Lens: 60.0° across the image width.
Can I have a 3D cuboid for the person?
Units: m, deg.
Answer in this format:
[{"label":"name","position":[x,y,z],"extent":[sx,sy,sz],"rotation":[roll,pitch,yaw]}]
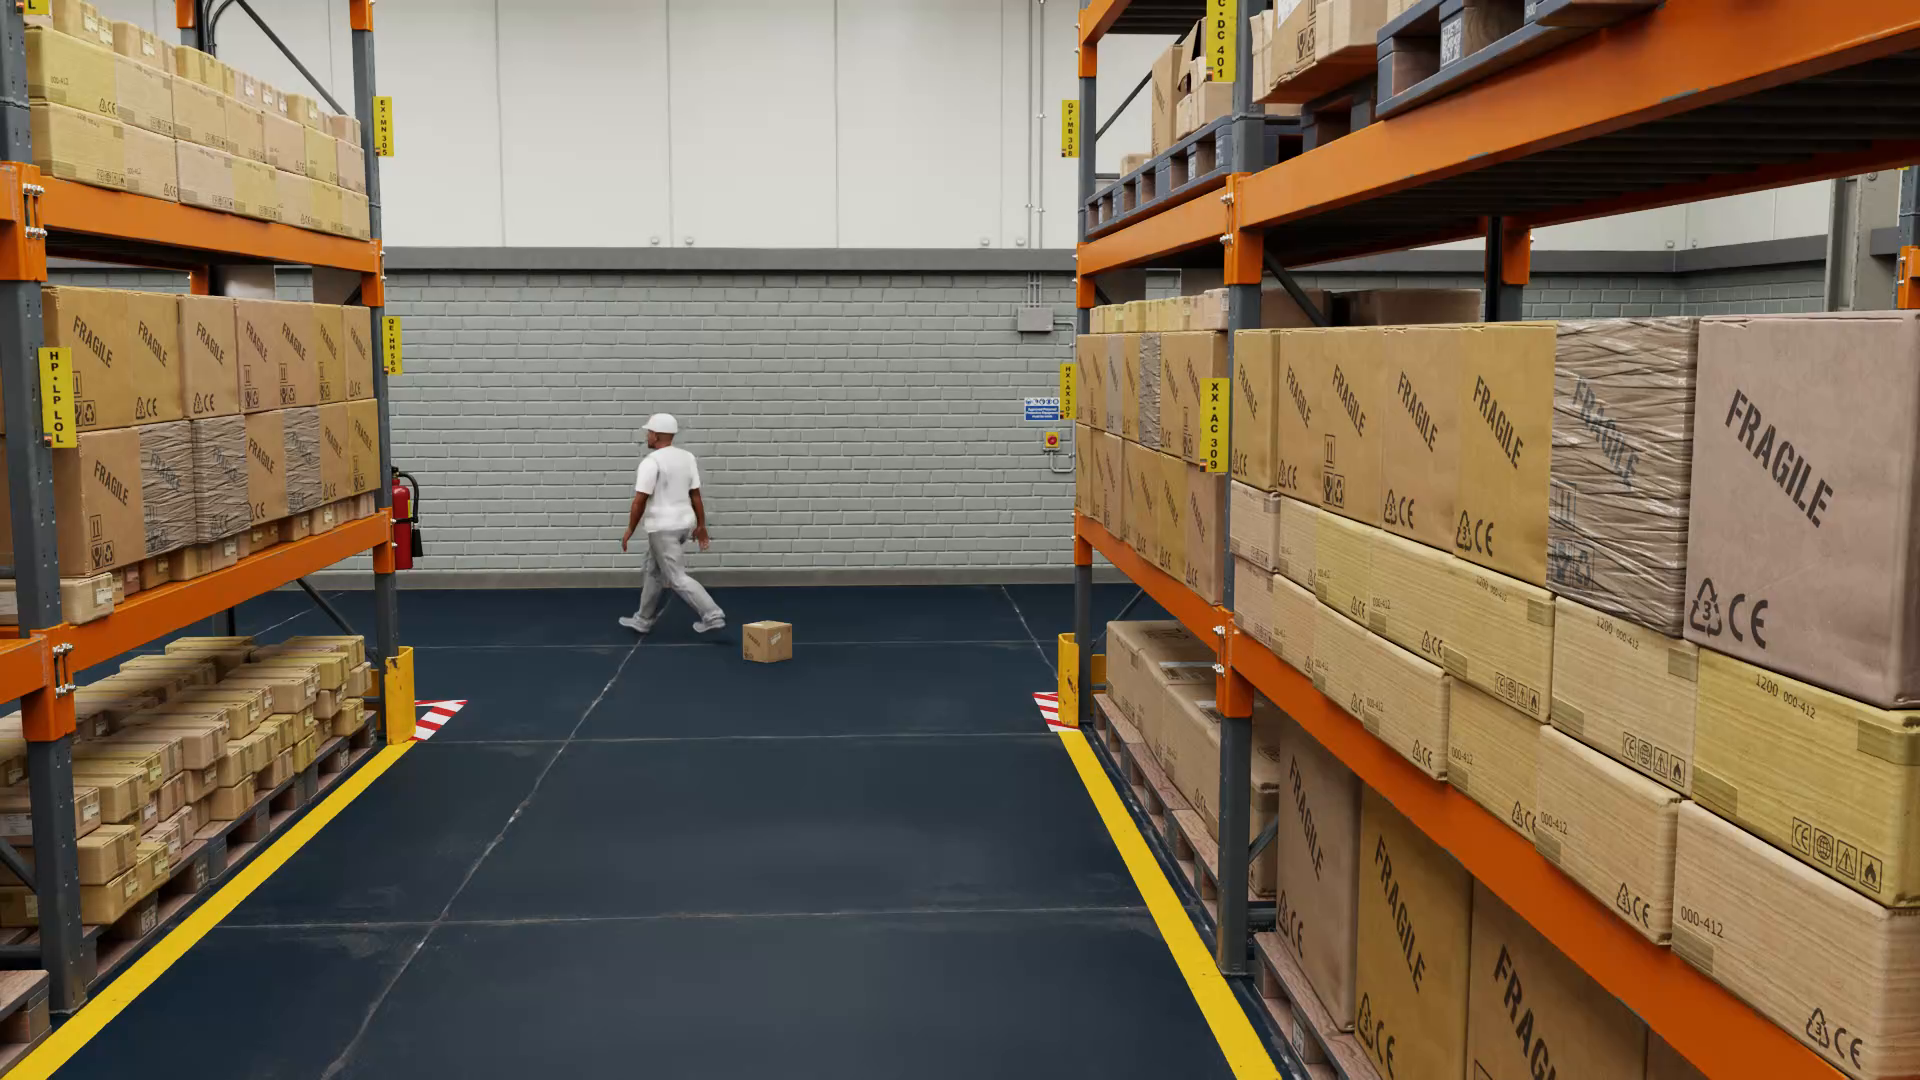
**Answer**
[{"label":"person","position":[-2.238,-0.104,12.643],"extent":[1.095,1.712,0.600],"rotation":[3,8,26]}]
